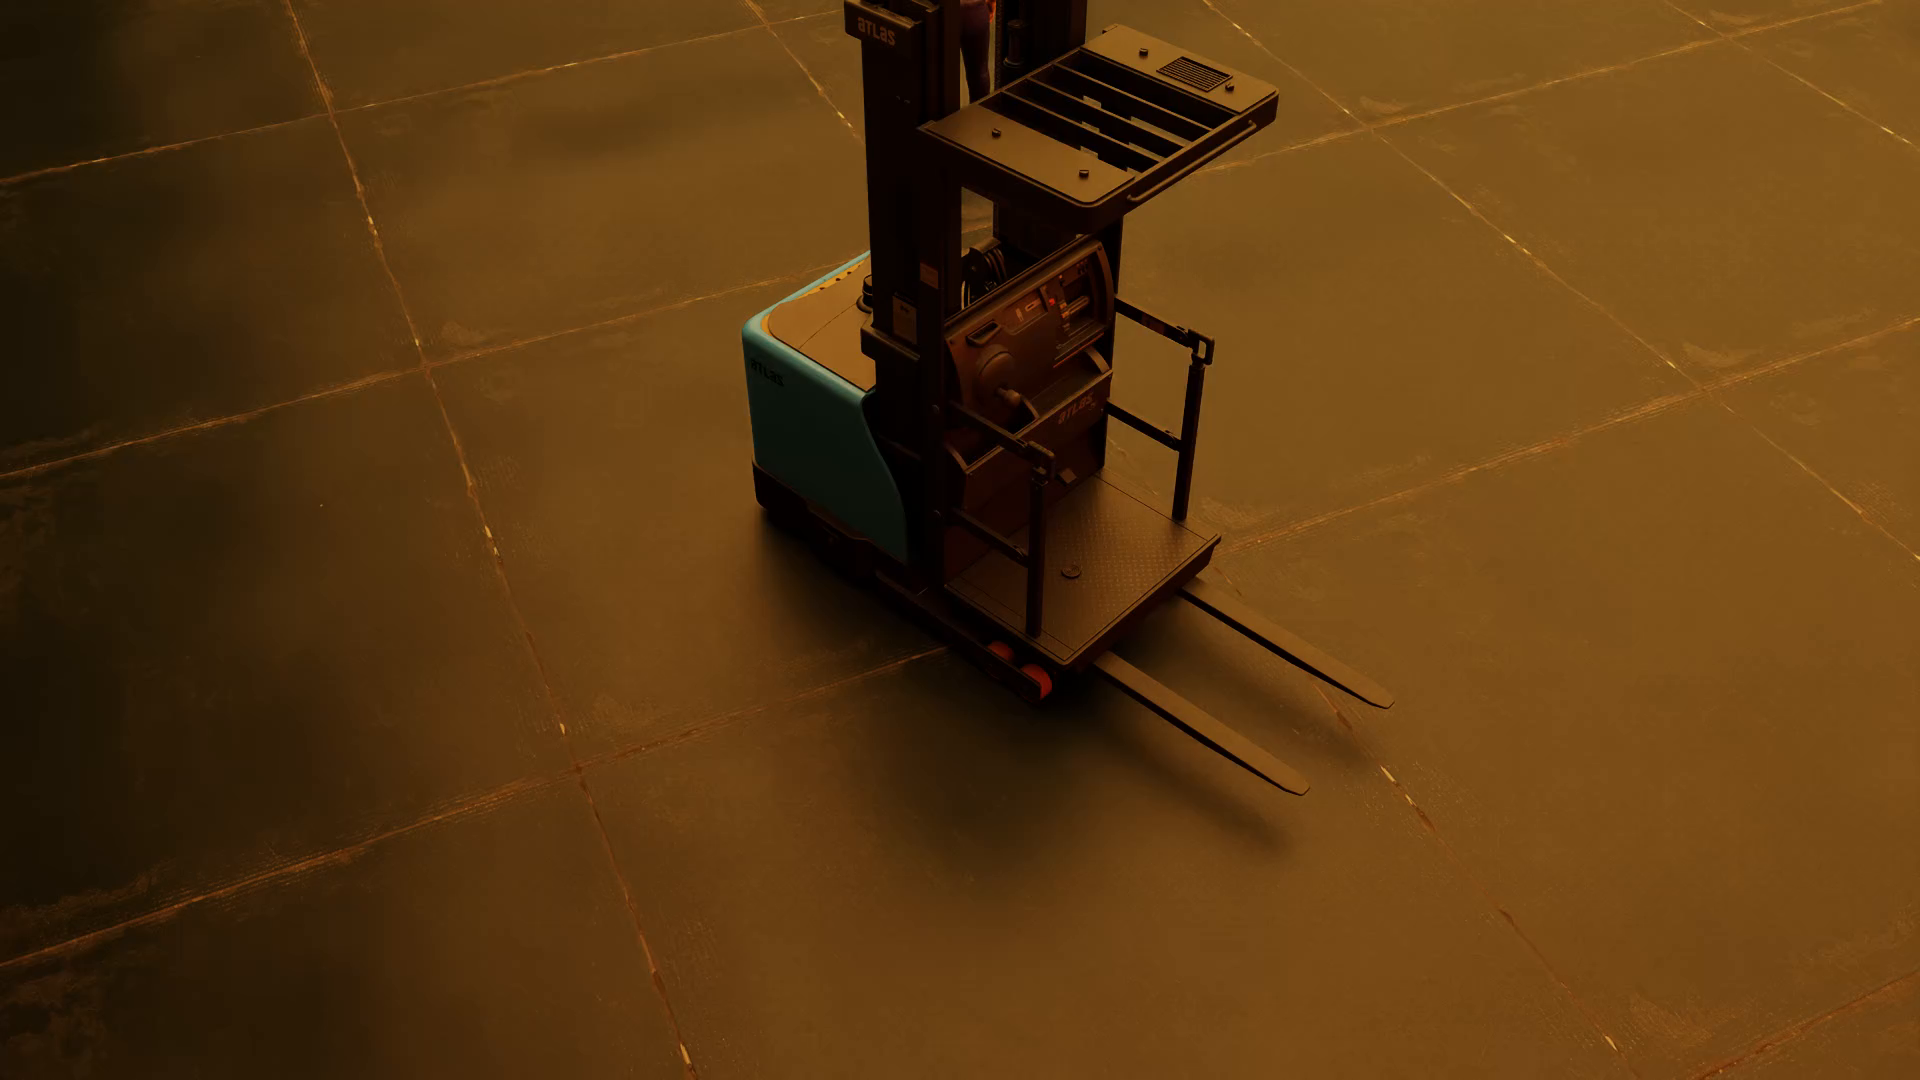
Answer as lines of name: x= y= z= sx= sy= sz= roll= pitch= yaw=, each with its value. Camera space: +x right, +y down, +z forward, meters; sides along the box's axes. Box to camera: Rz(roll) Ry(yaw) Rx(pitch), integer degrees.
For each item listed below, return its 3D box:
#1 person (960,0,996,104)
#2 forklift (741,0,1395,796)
person: x=-0.045 y=-3.177 z=10.014 sx=0.599 sy=1.650 sz=0.503 roll=-15 pitch=45 yaw=-16
forklift: x=0.445 y=-0.788 z=6.525 sx=3.031 sy=2.935 sz=1.130 roll=32 pitch=52 yaw=30
